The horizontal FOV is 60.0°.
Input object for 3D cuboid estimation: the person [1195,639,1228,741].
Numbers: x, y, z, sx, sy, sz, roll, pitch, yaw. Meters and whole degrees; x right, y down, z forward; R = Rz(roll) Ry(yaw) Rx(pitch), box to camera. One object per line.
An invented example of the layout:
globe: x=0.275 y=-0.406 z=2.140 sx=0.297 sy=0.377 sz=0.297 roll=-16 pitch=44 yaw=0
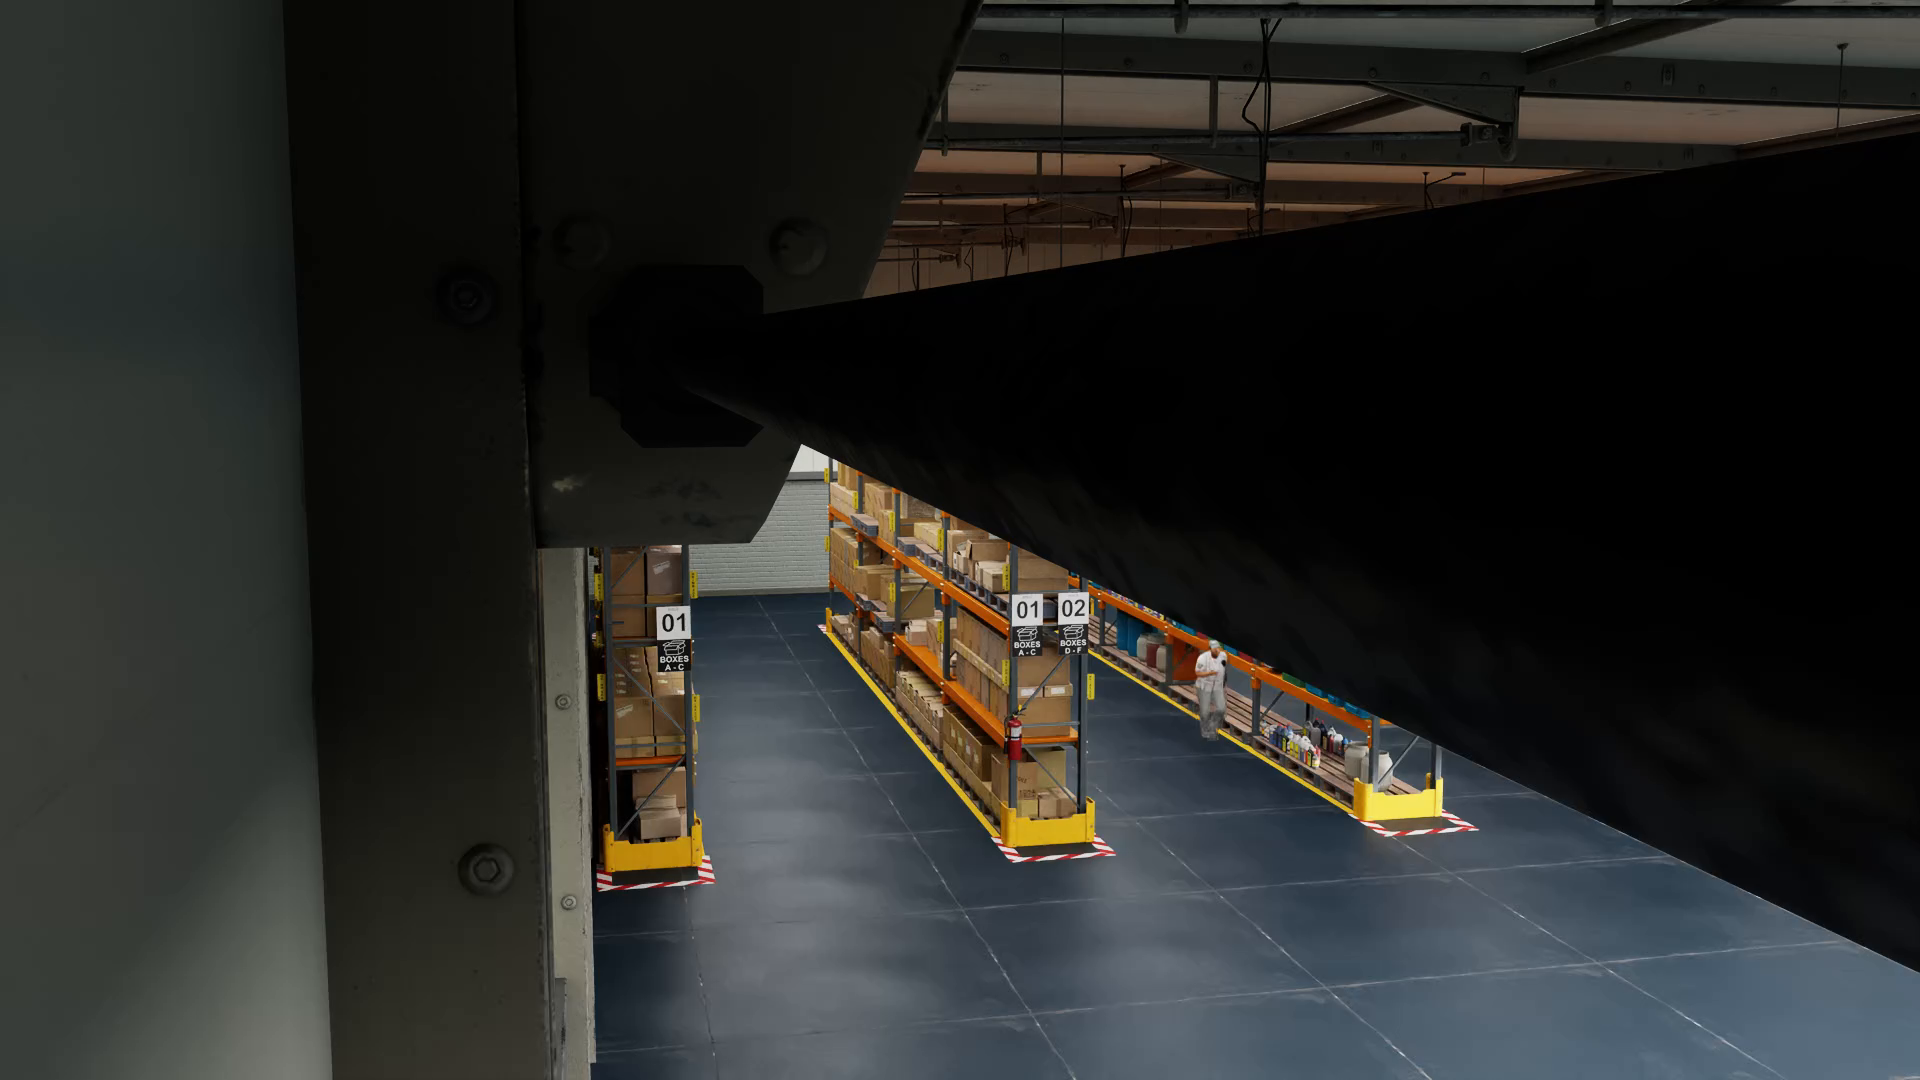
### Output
person: x=3.843 y=2.284 z=25.330 sx=0.590 sy=1.619 sz=0.782 roll=-1 pitch=7 yaw=-9
